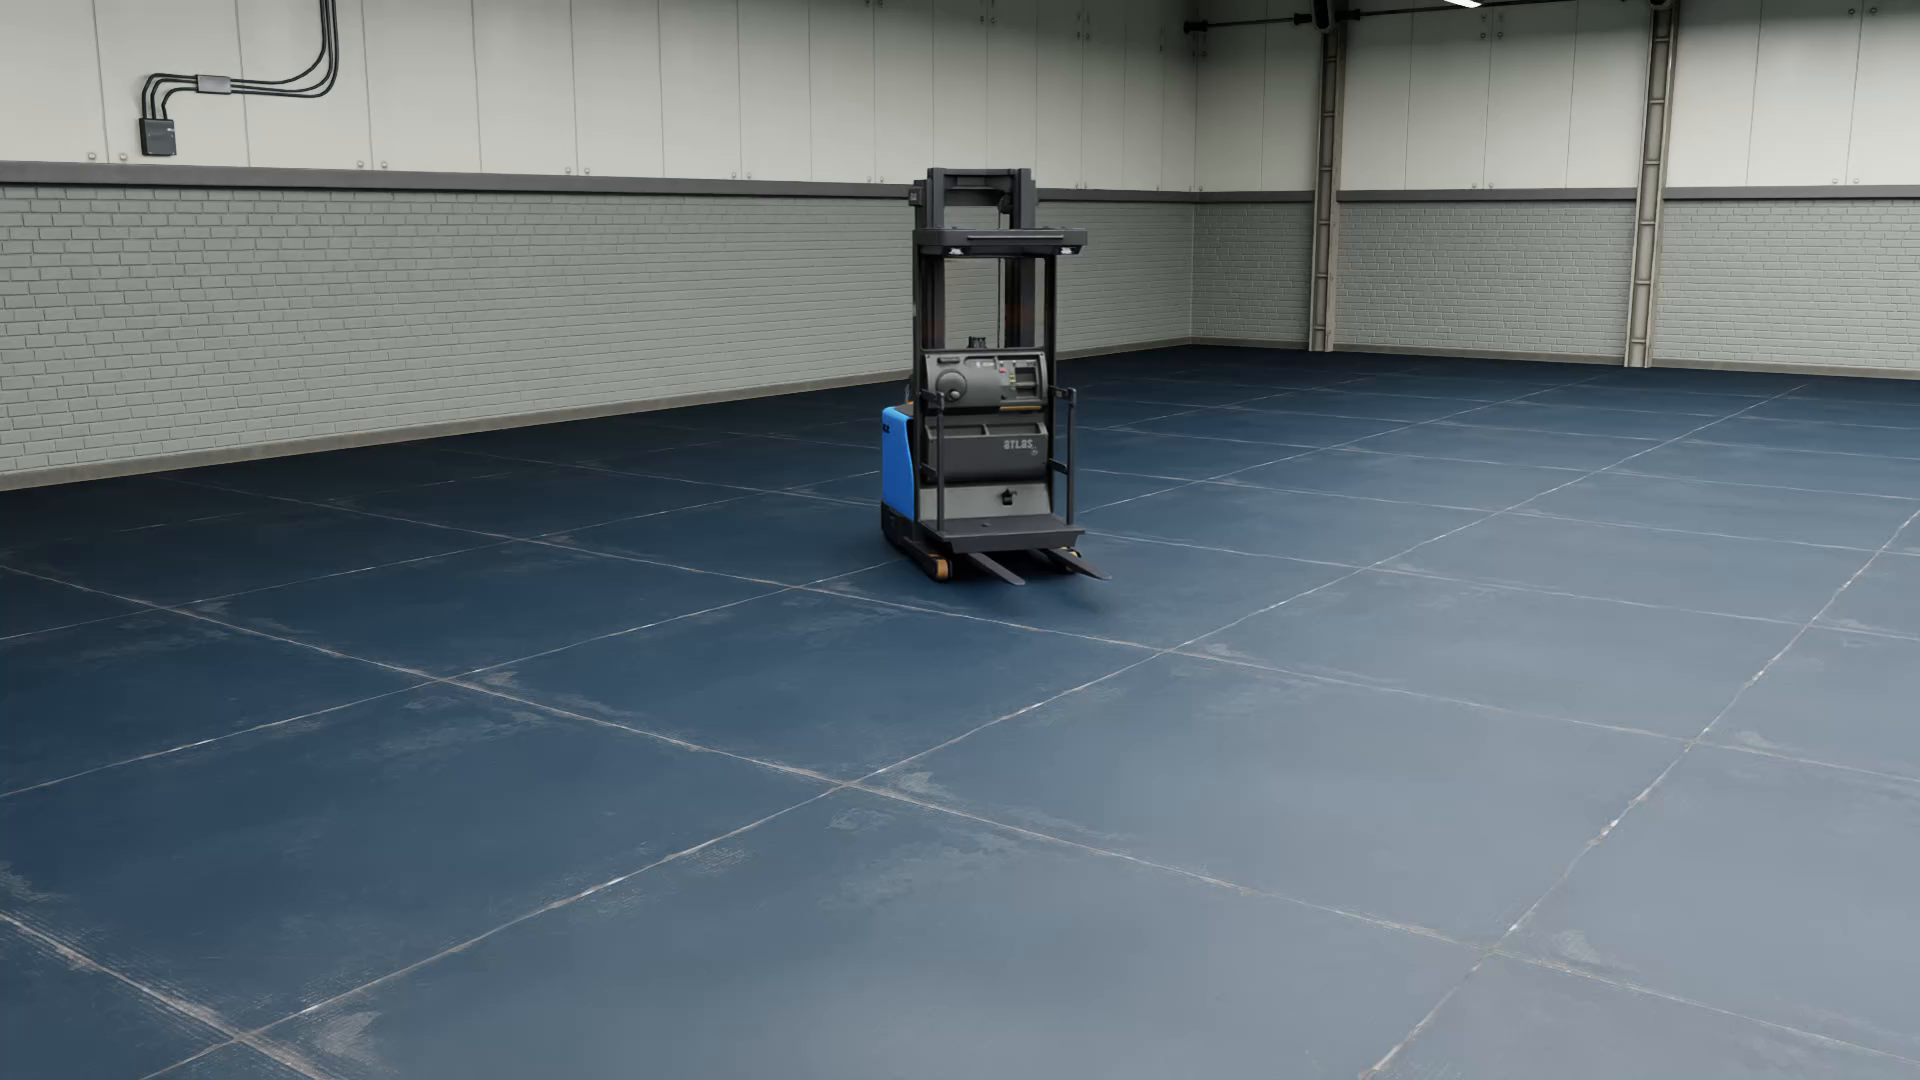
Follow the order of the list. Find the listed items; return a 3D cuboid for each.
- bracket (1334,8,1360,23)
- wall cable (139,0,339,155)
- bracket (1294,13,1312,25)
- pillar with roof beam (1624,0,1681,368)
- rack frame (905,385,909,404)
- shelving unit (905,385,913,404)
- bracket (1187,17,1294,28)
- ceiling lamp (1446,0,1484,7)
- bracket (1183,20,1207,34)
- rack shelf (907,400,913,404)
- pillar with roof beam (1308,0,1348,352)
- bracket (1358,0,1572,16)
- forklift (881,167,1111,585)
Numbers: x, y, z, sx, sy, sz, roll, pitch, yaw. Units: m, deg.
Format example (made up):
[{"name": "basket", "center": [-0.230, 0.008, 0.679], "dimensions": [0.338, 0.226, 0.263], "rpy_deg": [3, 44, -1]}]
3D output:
[{"name": "bracket", "center": [7.254, -9.820, 31.122], "dimensions": [0.430, 0.232, 0.235], "rpy_deg": [8, 13, 36]}, {"name": "wall cable", "center": [-7.475, -6.987, 16.998], "dimensions": [0.169, 6.003, 2.305], "rpy_deg": [8, 13, 36]}, {"name": "bracket", "center": [6.585, -9.914, 31.605], "dimensions": [0.430, 0.232, 0.235], "rpy_deg": [8, 13, 36]}, {"name": "pillar with roof beam", "center": [9.418, -6.820, 25.093], "dimensions": [0.548, 9.000, 9.100], "rpy_deg": [8, 13, 36]}, {"name": "rack frame", "center": [-0.441, -0.693, 13.955], "dimensions": [0.015, 1.200, 0.240], "rpy_deg": [0, 11, 2]}, {"name": "shelving unit", "center": [-0.198, -0.692, 13.945], "dimensions": [0.503, 1.200, 0.258], "rpy_deg": [0, 11, 2]}, {"name": "bracket", "center": [5.151, -10.114, 32.639], "dimensions": [3.189, 0.066, 0.076], "rpy_deg": [8, 13, 36]}, {"name": "ceiling lamp", "center": [7.308, -9.826, 25.261], "dimensions": [0.800, 3.185, 2.000], "rpy_deg": [8, 13, 36]}, {"name": "bracket", "center": [4.675, -10.180, 32.982], "dimensions": [0.430, 0.232, 0.235], "rpy_deg": [8, 13, 36]}, {"name": "rack shelf", "center": [-0.198, -1.077, 13.871], "dimensions": [0.480, 0.148, 0.258], "rpy_deg": [0, 11, 2]}, {"name": "pillar with roof beam", "center": [4.582, -7.495, 28.580], "dimensions": [0.548, 9.000, 9.100], "rpy_deg": [8, 13, 36]}, {"name": "bracket", "center": [9.331, -9.531, 29.625], "dimensions": [4.783, 0.066, 0.076], "rpy_deg": [8, 13, 36]}, {"name": "forklift", "center": [0.259, -1.223, 12.136], "dimensions": [1.130, 2.935, 3.031], "rpy_deg": [-3, 11, -16]}]
